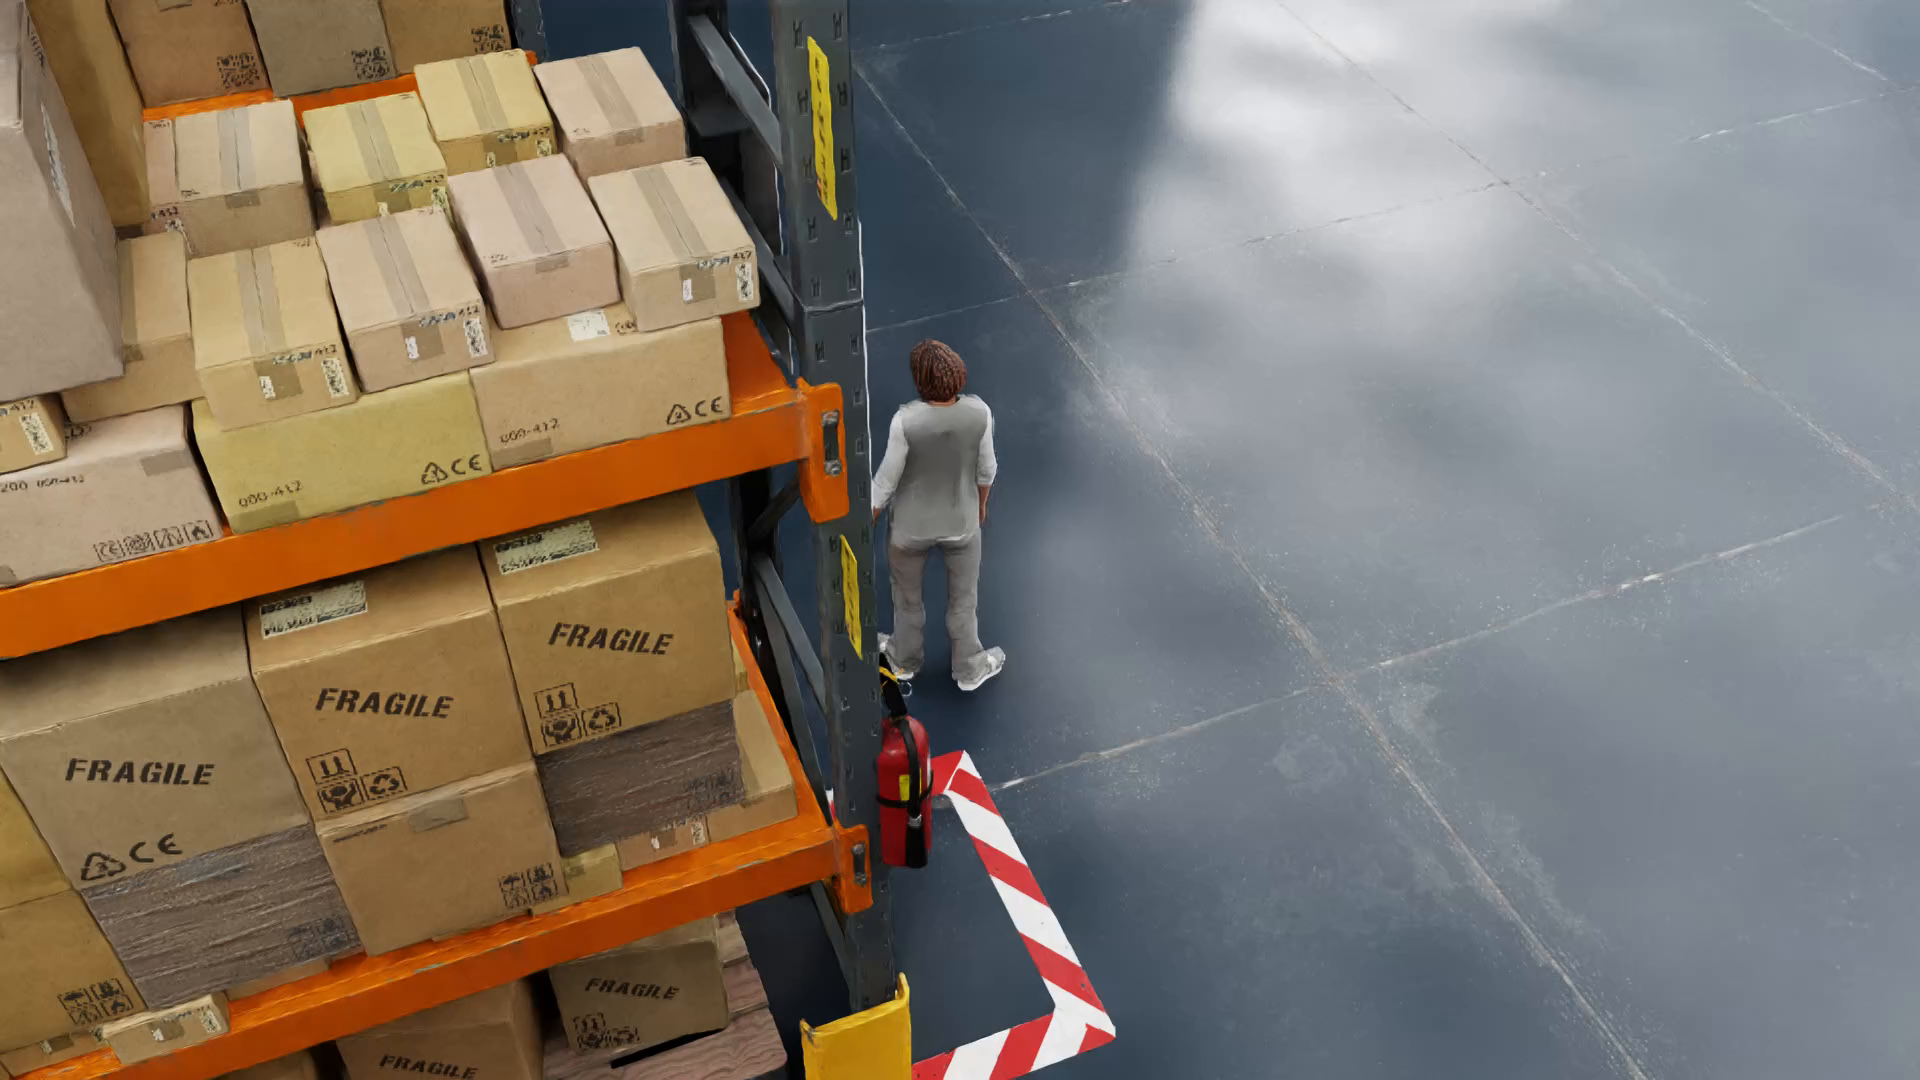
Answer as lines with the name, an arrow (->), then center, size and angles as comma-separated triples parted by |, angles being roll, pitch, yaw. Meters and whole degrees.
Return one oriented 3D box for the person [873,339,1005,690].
person -> -0.094, -0.071, 6.219 | 0.558, 1.582, 0.368 | -8, 43, -9
